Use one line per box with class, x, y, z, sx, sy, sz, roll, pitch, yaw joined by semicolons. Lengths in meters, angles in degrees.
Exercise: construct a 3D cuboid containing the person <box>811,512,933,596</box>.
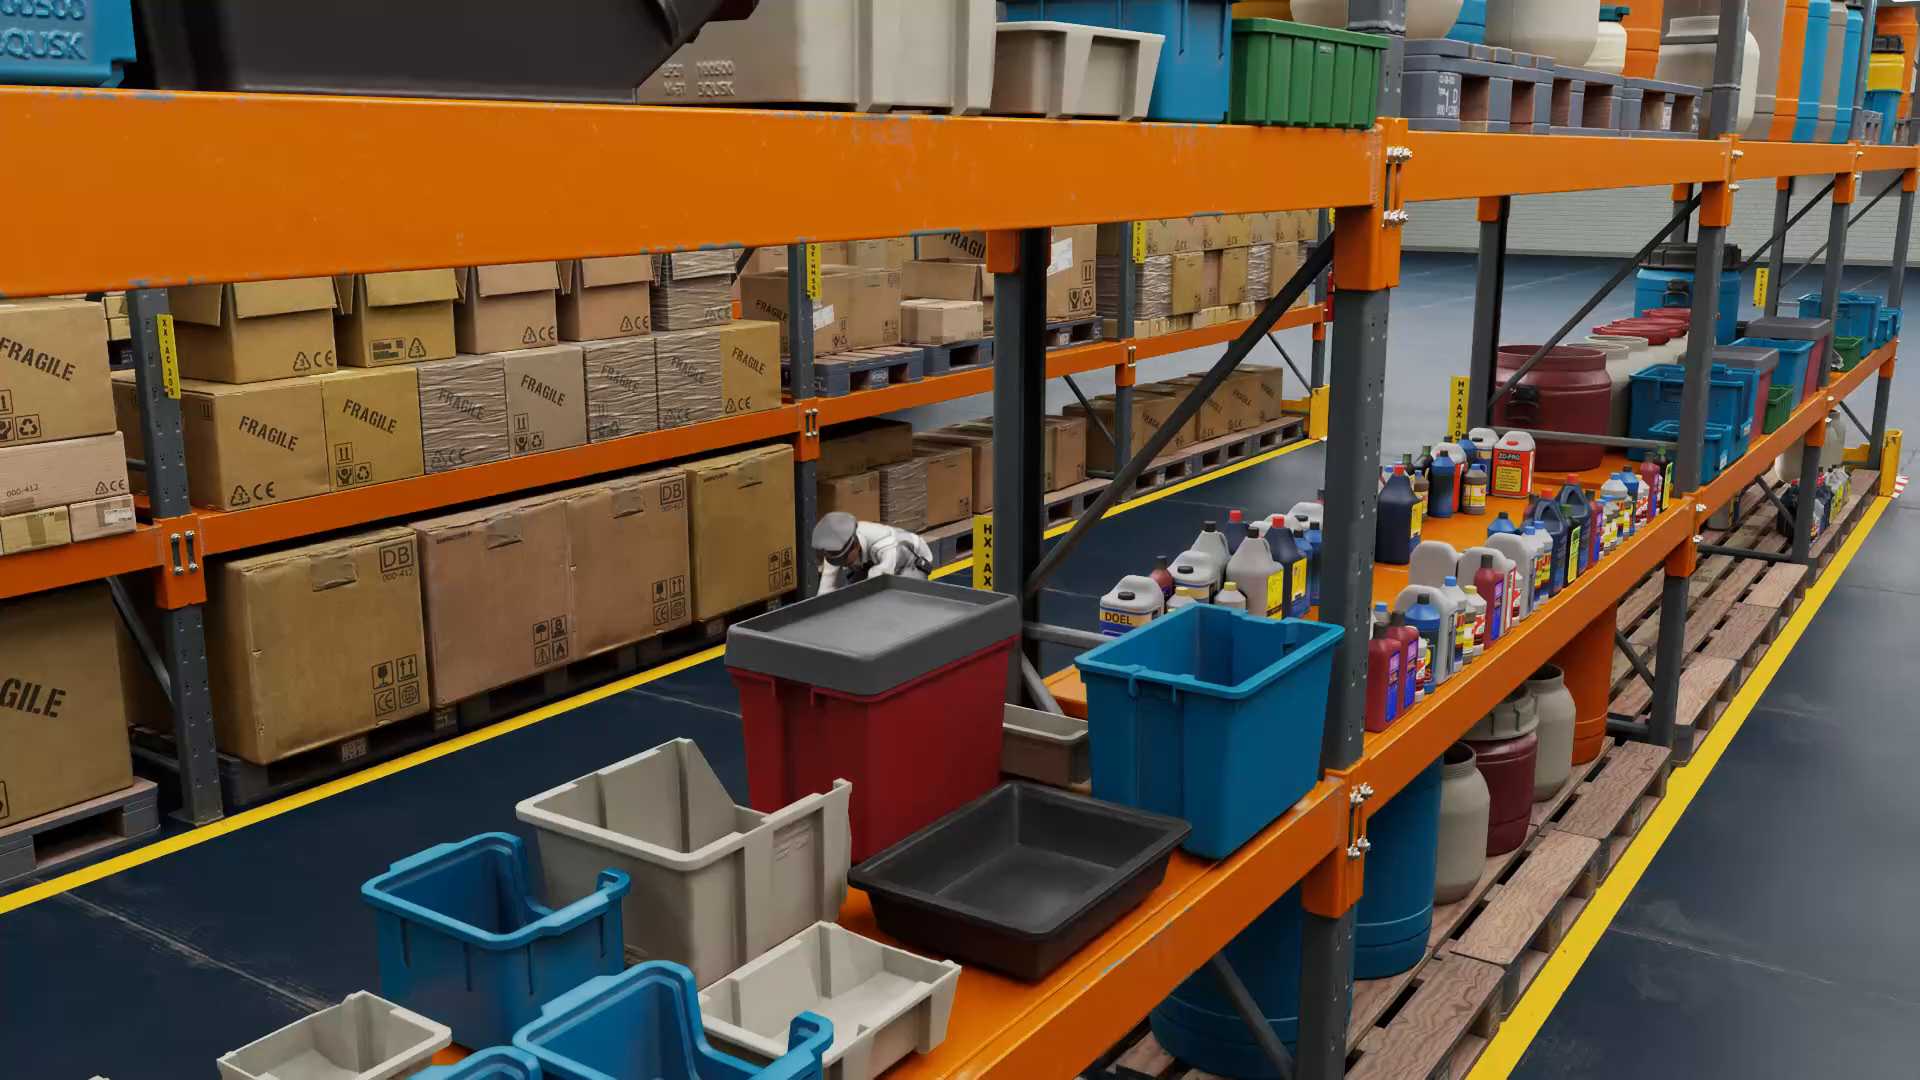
person;-0.484;0.279;8.814;0.457;0.980;0.890;8;15;31
